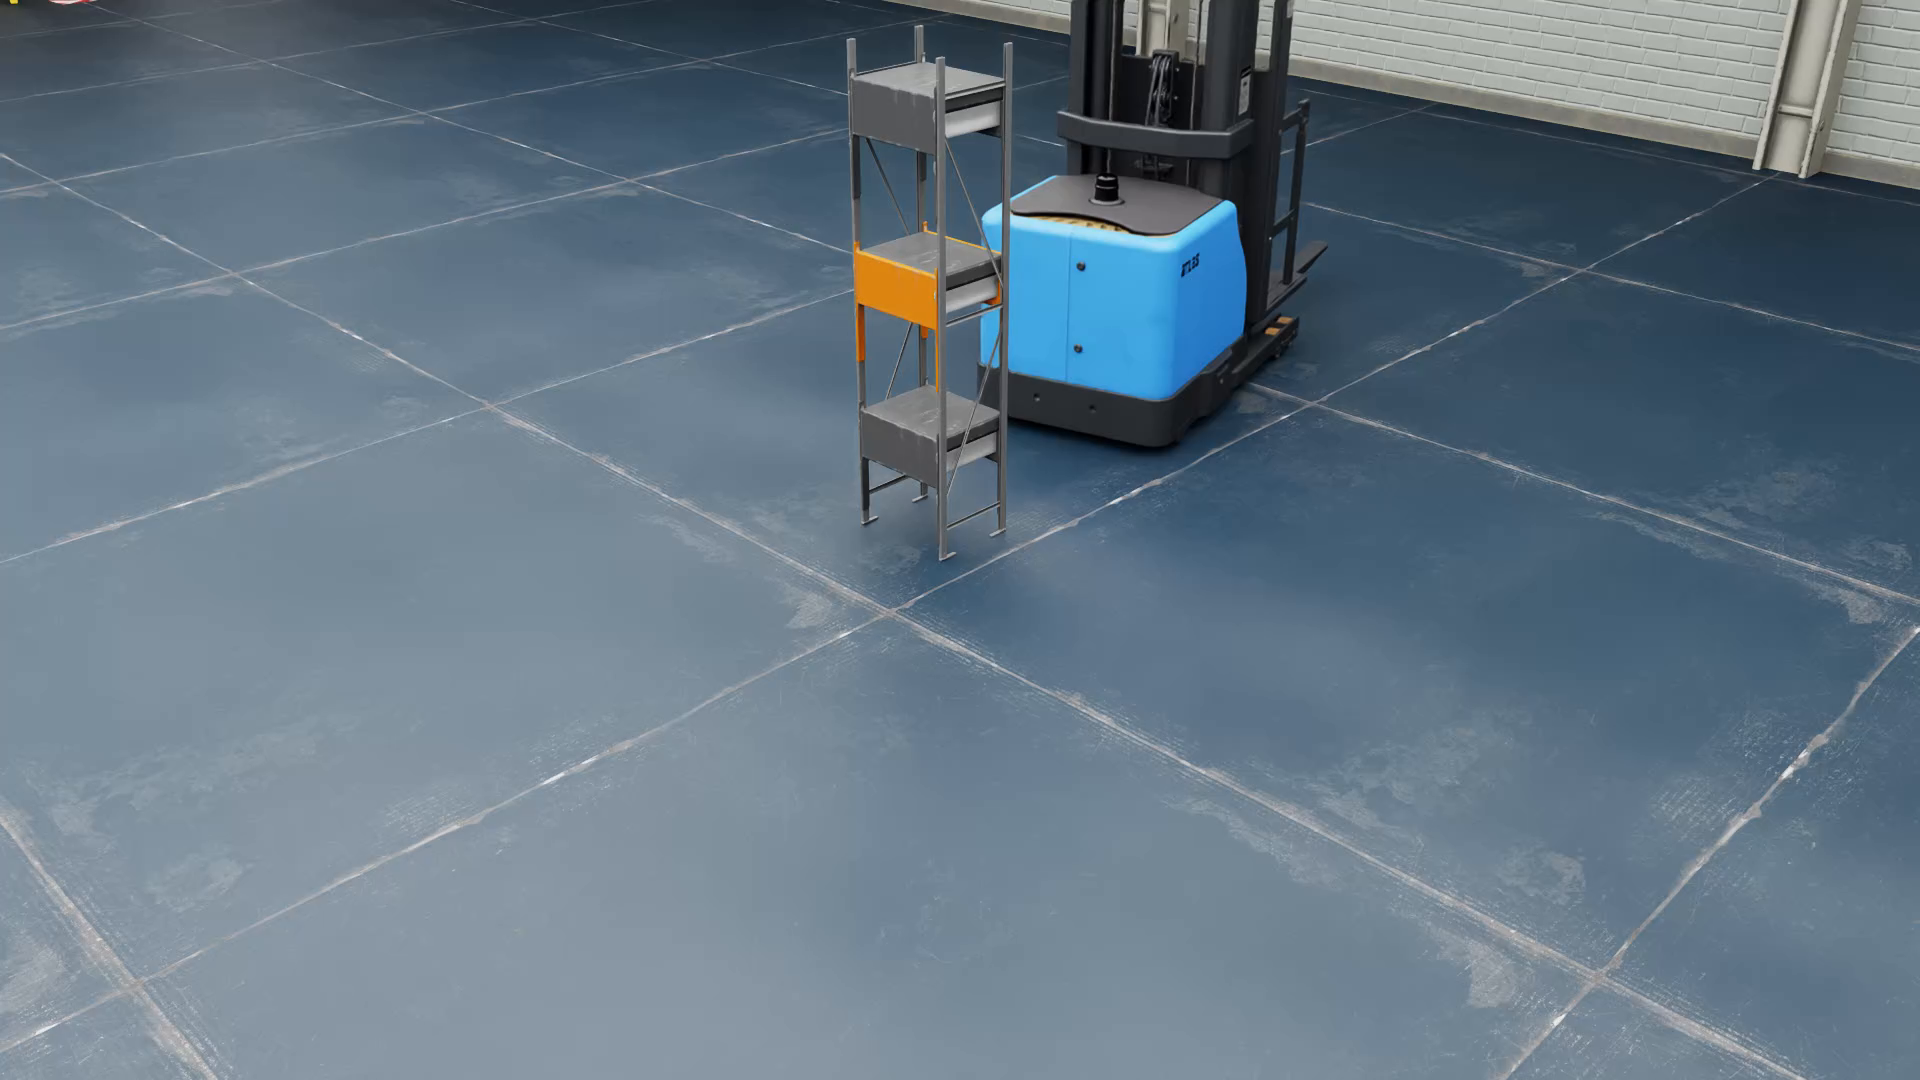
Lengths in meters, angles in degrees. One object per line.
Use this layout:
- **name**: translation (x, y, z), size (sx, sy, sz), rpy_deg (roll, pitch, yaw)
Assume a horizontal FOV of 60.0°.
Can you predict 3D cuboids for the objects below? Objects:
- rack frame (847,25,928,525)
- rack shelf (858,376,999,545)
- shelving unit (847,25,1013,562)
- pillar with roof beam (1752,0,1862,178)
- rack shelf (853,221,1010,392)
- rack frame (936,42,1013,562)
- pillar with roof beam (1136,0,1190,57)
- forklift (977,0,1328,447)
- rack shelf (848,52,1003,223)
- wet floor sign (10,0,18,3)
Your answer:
- **rack frame**: translation (-0.292, -1.063, 7.015), size (0.015, 2.100, 0.400), rpy_deg (25, 36, 38)
- **rack shelf**: translation (-0.118, -0.352, 7.196), size (0.480, 0.518, 0.431), rpy_deg (25, 36, 38)
- **shelving unit**: translation (-0.118, -0.983, 6.864), size (0.503, 2.100, 0.431), rpy_deg (25, 36, 38)
- **pillar with roof beam**: translation (3.234, -5.357, 7.769), size (0.400, 9.000, 9.100), rpy_deg (25, 36, 38)
- **rack shelf**: translation (-0.118, -0.971, 6.870), size (0.480, 0.518, 0.431), rpy_deg (25, 36, 38)
- **rack frame**: translation (0.056, -0.904, 6.713), size (0.015, 2.100, 0.400), rpy_deg (25, 36, 38)
- **pillar with roof beam**: translation (-1.044, -7.315, 11.492), size (0.400, 9.000, 9.100), rpy_deg (25, 36, 38)
- **forklift**: translation (1.243, -2.394, 8.653), size (1.130, 2.935, 3.031), rpy_deg (14, 31, 25)
- **rack shelf**: translation (-0.118, -1.591, 6.545), size (0.480, 0.518, 0.431), rpy_deg (25, 36, 38)
- **wet floor sign**: translation (-10.811, -6.370, 18.670), size (0.267, 0.644, 0.232), rpy_deg (-13, 30, -22)
